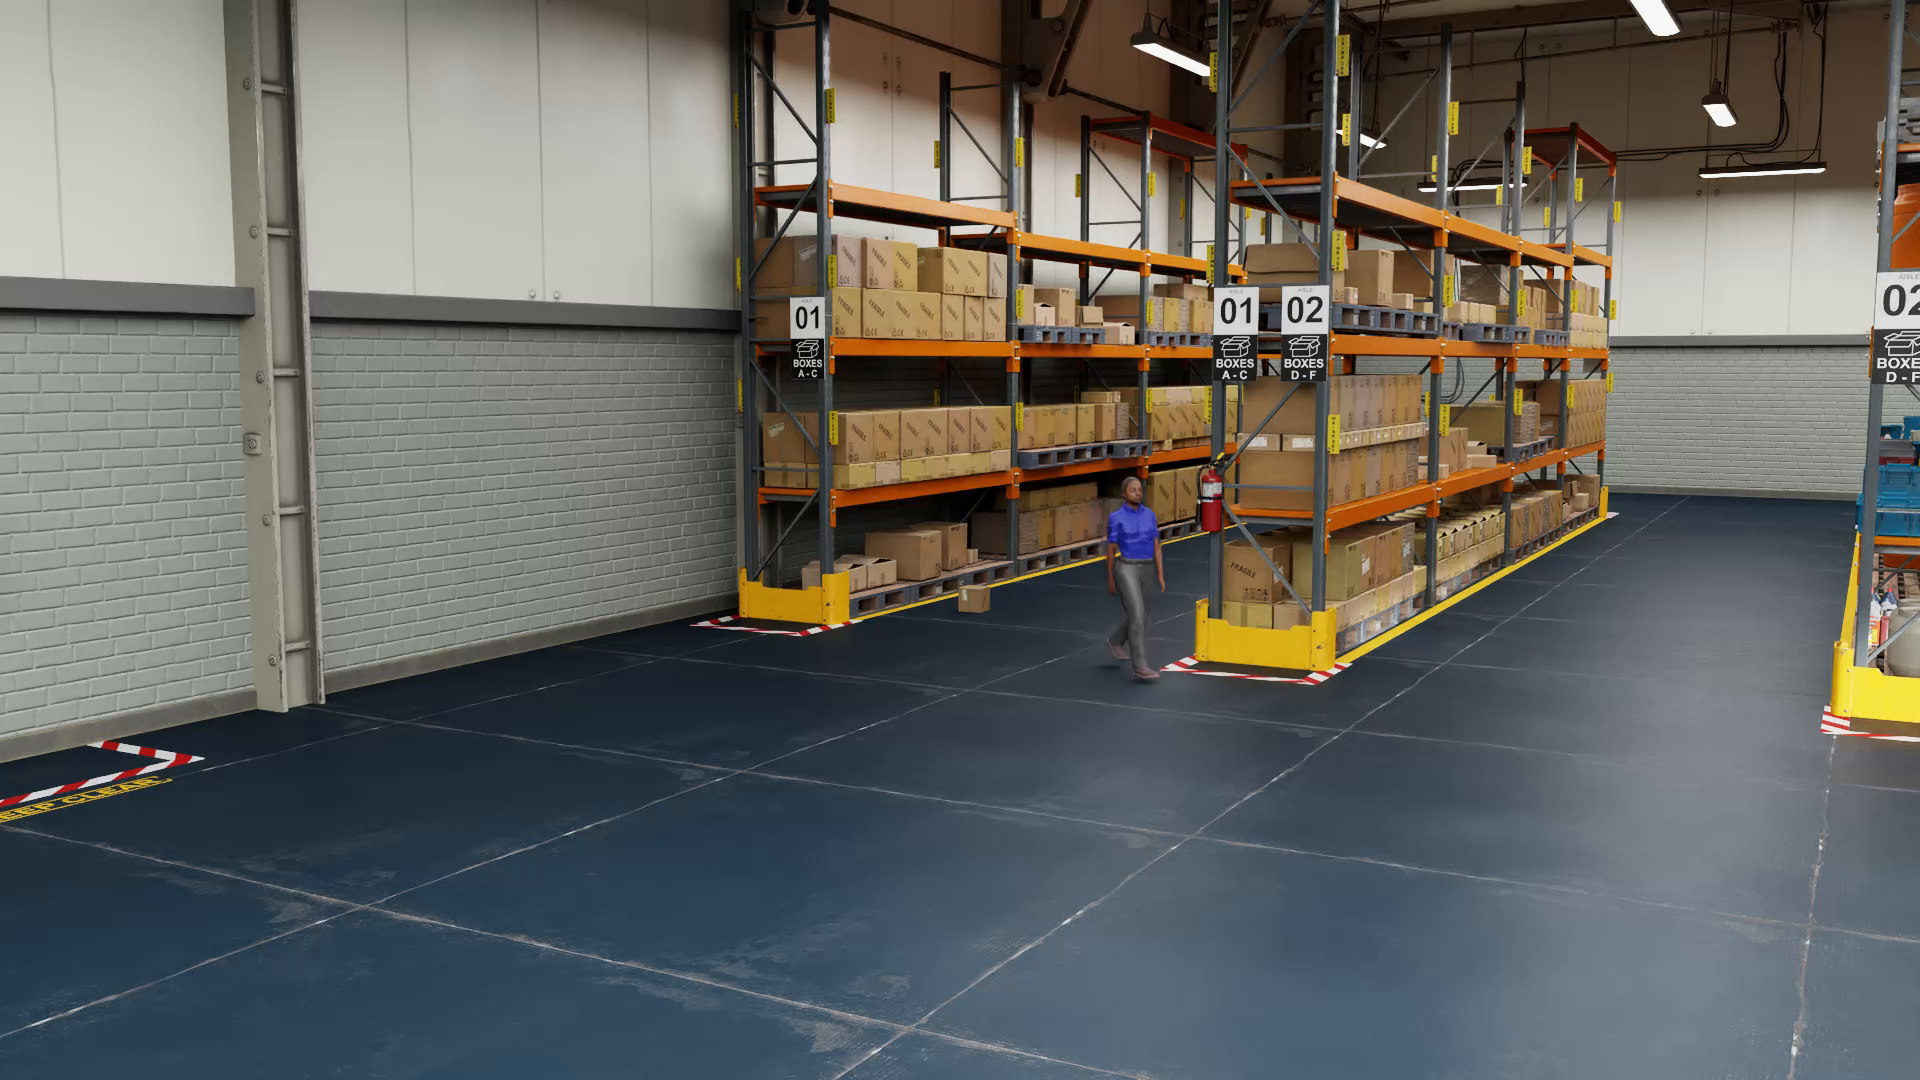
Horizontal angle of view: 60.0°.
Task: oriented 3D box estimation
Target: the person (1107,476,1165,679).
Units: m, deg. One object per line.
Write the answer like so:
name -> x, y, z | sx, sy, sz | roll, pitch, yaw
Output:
person -> 1.436, 0.292, 13.677 | 0.443, 1.596, 0.886 | -3, 7, -27
